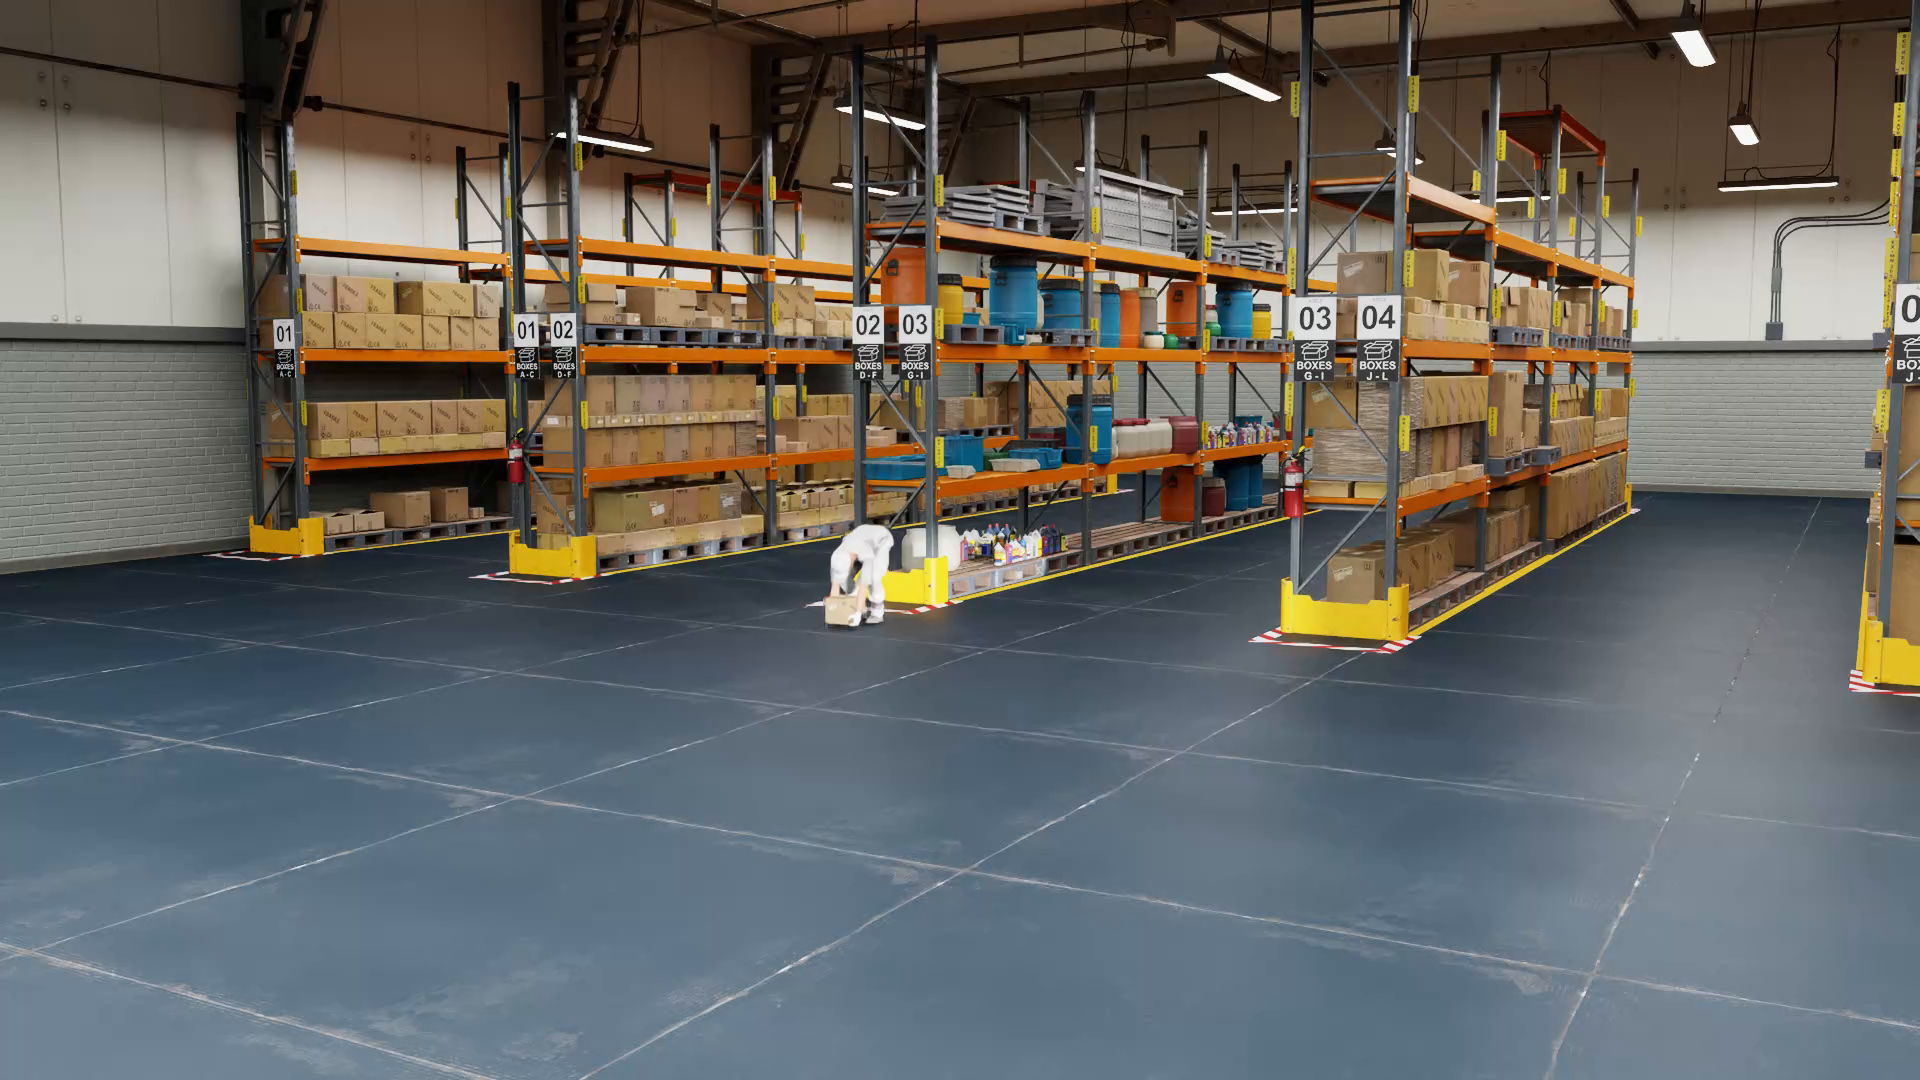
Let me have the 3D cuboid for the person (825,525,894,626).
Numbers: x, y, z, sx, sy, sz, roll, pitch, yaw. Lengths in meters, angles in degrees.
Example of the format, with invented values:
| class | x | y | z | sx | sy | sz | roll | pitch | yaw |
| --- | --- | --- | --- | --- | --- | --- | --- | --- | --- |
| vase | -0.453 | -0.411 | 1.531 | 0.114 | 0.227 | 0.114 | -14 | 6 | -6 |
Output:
| class | x | y | z | sx | sy | sz | roll | pitch | yaw |
| --- | --- | --- | --- | --- | --- | --- | --- | --- | --- |
| person | -1.003 | 0.353 | 16.506 | 0.521 | 0.970 | 0.948 | 3 | 7 | 26 |
